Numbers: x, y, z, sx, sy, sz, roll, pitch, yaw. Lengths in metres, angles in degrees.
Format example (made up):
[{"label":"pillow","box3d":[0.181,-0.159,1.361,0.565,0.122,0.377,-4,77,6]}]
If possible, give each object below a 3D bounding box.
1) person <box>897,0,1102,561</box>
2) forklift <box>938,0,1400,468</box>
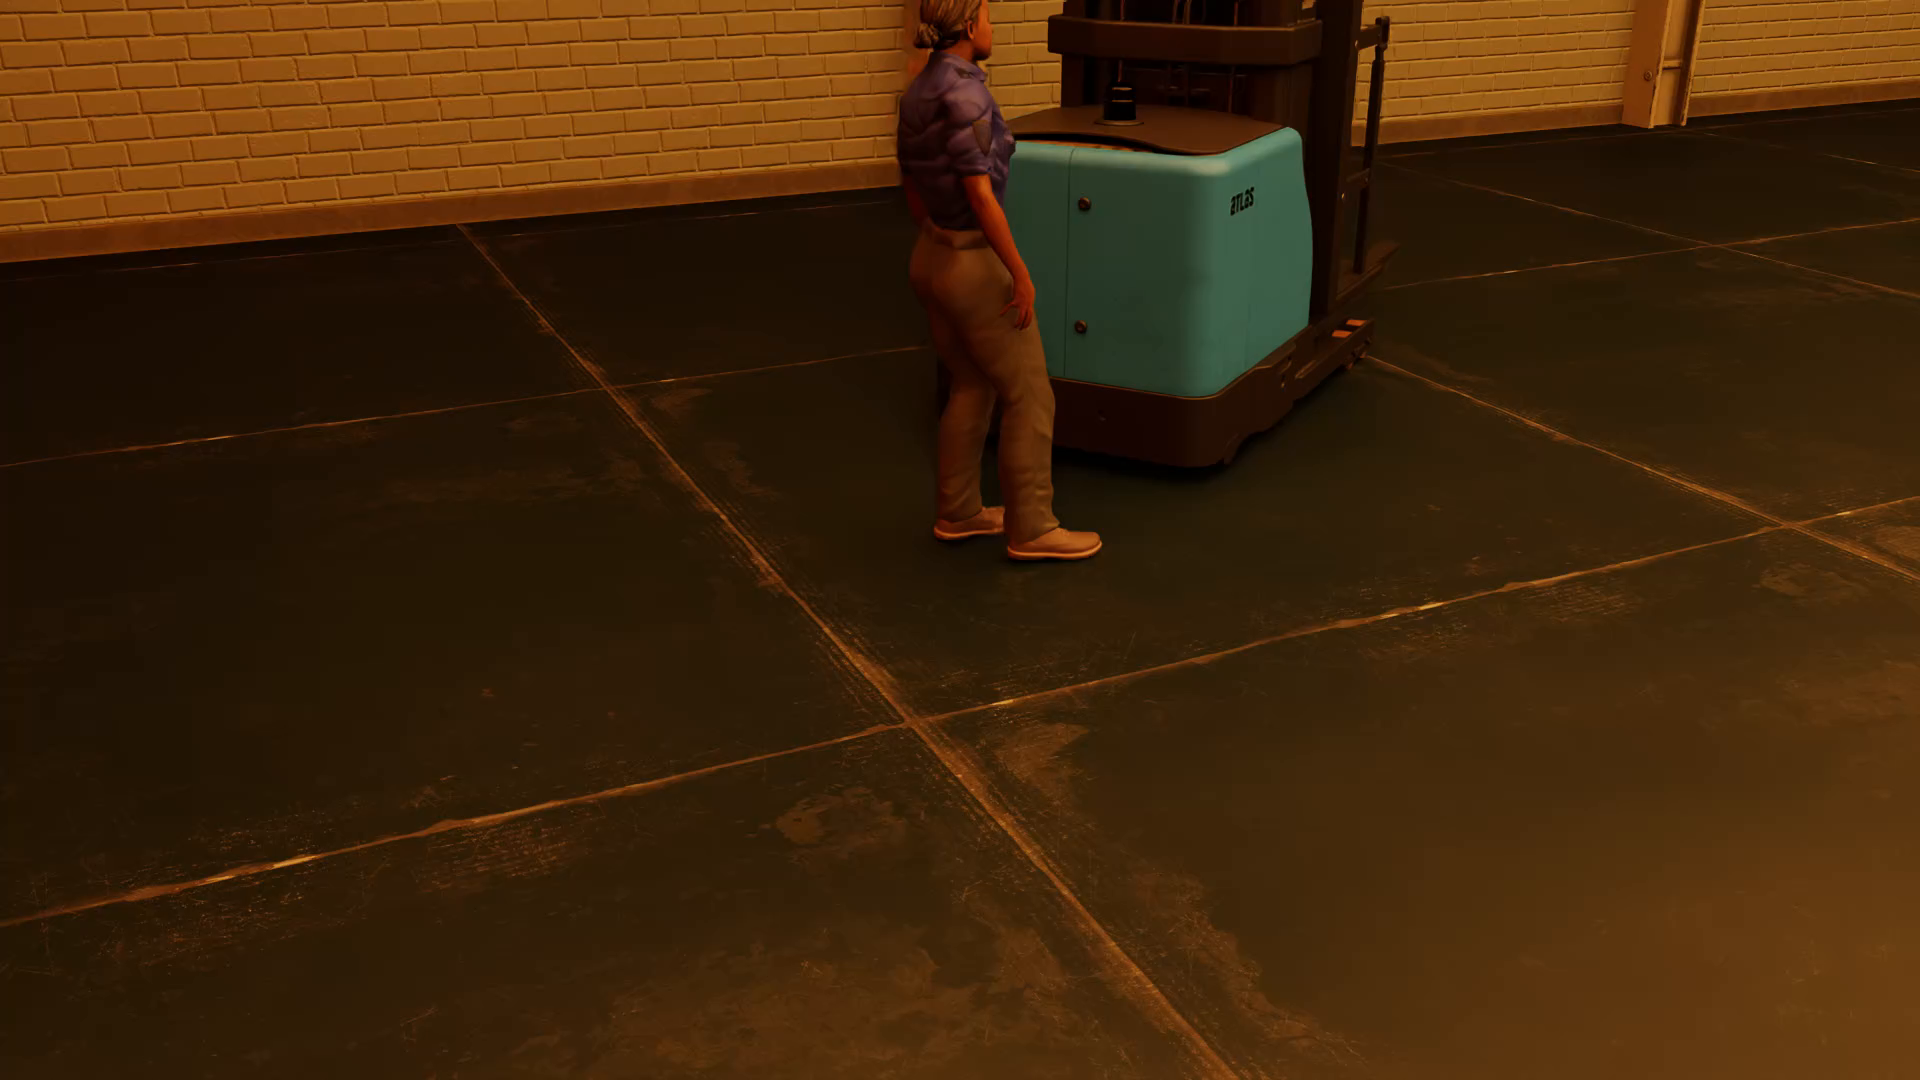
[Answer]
[{"label":"person","box3d":[0.089,-0.778,4.850,0.501,1.650,0.626,-10,25,-23]},{"label":"forklift","box3d":[1.073,-2.116,6.379,1.130,2.935,3.031,12,25,26]}]
